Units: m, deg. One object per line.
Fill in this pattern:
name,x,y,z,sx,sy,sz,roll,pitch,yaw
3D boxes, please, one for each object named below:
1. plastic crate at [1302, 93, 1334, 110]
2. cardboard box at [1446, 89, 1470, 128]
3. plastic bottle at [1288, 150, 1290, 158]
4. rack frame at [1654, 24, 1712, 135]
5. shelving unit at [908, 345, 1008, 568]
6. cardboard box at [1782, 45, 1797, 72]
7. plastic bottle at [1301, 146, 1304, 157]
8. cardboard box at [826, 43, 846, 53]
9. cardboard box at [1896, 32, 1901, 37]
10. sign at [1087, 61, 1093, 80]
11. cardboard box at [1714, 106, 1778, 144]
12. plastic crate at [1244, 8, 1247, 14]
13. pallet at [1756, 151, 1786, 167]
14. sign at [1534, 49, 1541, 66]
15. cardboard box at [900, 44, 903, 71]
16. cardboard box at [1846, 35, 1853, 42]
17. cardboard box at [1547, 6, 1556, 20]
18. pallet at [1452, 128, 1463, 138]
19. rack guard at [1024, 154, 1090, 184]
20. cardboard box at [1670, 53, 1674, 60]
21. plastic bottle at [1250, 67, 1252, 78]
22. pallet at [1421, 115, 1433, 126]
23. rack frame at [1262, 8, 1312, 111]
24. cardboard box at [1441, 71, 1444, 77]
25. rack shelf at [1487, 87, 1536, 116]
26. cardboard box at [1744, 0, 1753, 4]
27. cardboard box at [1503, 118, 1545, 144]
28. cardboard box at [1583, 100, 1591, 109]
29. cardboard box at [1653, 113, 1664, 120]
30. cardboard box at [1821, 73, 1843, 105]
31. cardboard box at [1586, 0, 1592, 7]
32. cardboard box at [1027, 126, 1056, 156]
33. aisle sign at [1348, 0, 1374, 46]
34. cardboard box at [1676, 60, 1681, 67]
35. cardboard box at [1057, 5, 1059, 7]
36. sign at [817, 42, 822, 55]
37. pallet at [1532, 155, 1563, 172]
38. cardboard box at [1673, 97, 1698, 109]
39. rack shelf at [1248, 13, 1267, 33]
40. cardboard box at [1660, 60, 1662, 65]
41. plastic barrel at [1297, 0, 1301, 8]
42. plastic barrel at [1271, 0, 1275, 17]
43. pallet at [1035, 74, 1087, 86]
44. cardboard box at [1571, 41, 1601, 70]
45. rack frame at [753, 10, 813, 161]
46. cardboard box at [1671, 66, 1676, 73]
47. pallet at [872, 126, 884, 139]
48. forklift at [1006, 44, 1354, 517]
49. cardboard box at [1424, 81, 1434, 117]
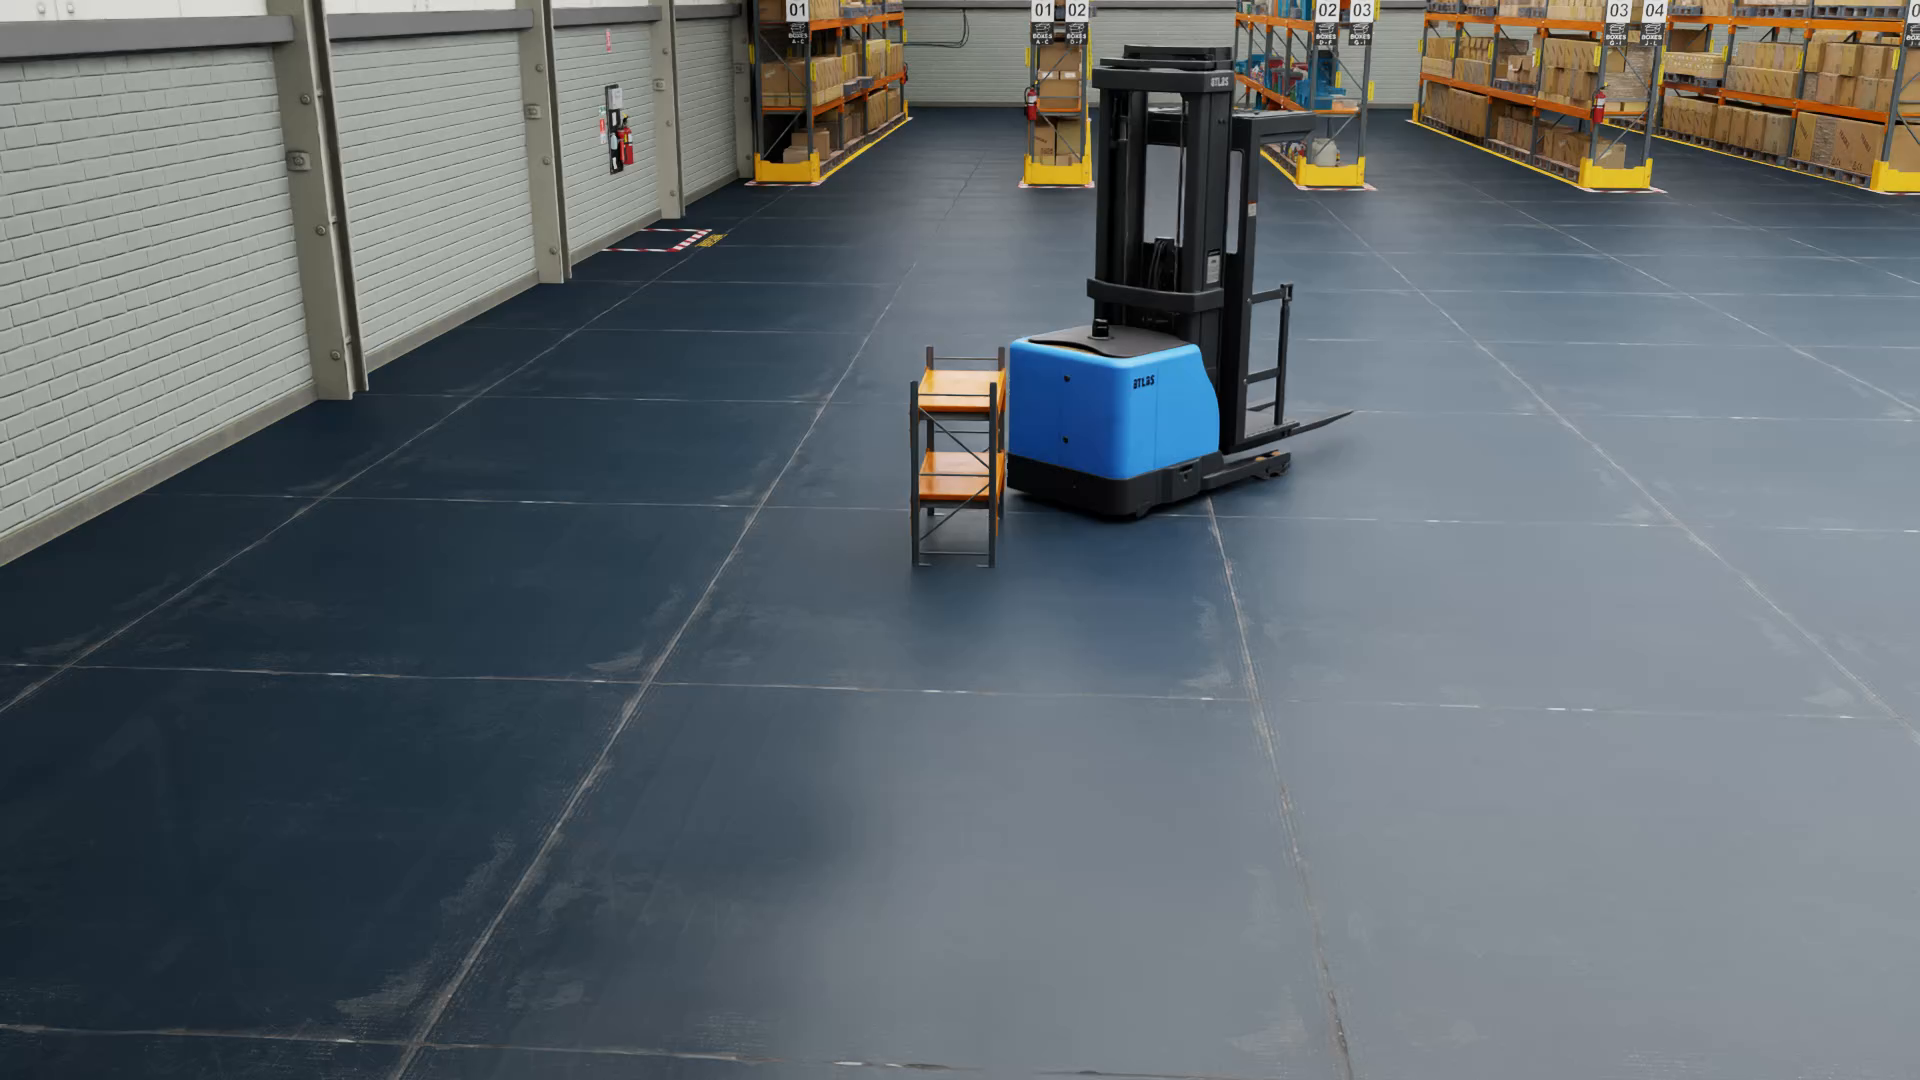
plastic crate,6.434,-7.897,29.945,0.499,0.251,0.616,1,18,4
cardboard box,12.471,-10.413,40.121,1.225,0.875,0.875,1,18,4
plastic bottle,6.454,-7.540,32.403,0.097,0.201,0.097,0,18,0
rack frame,17.437,-11.280,40.030,1.000,3.000,0.127,1,18,4
shelving unit,0.000,-0.537,10.254,0.538,1.125,1.048,1,18,4
cardboard box,16.928,-9.632,33.235,0.700,0.500,0.500,1,18,3
plastic bottle,6.543,-7.379,31.782,0.061,0.283,0.133,1,18,4
cardboard box,-2.838,-11.213,37.950,0.500,0.250,0.500,2,18,5
cardboard box,22.663,-12.124,39.798,0.380,0.149,0.250,1,18,3
sign,2.309,-8.352,29.577,0.100,0.325,0.005,1,18,4
cardboard box,17.017,-8.981,35.953,1.050,0.750,0.750,1,18,3
plastic crate,7.268,-13.236,41.607,0.293,0.136,0.466,1,18,4
pallet,16.844,-7.711,33.618,1.003,0.211,1.213,1,18,4
sign,11.370,-9.499,32.735,0.100,0.325,0.005,1,18,4
cardboard box,-2.065,-12.980,44.737,0.980,0.700,0.700,2,18,6
cardboard box,22.212,-12.192,41.047,0.500,0.500,0.500,2,18,5
cardboard box,11.636,-10.157,32.028,0.500,0.250,0.500,1,18,2
pallet,12.517,-9.855,40.161,1.003,0.211,1.213,1,18,4
rack guard,1.755,-6.722,30.135,1.175,0.500,0.348,1,18,4
cardboard box,16.915,-11.364,39.062,0.380,0.149,0.250,1,18,4
plastic bottle,7.105,-11.373,40.501,0.061,0.283,0.133,1,18,4
pallet,12.804,-11.089,43.926,1.003,0.211,1.213,1,18,4
rack frame,7.270,-10.290,37.010,1.000,3.000,0.127,1,18,4
cardboard box,12.247,-11.644,41.545,0.380,0.149,0.250,2,18,5
rack shelf,12.067,-9.217,34.889,1.077,0.370,4.000,1,18,4
cardboard box,16.879,-11.448,35.033,0.500,0.311,0.500,1,18,4
cardboard box,12.155,-8.820,35.830,0.700,0.500,0.500,0,18,-1
cardboard box,11.436,-7.825,29.890,0.380,0.149,0.250,1,18,4
cardboard box,17.142,-10.371,40.682,0.380,0.149,0.250,2,18,5
cardboard box,16.676,-8.415,31.047,0.875,0.550,0.550,1,18,4
cardboard box,11.386,-9.576,29.613,0.380,0.149,0.250,1,18,4
cardboard box,1.498,-7.340,30.543,0.500,0.500,0.500,1,18,4
aisle sign,6.984,-9.012,28.934,0.394,0.787,0.004,1,18,4
cardboard box,16.880,-11.064,38.623,0.380,0.149,0.250,2,18,6
cardboard box,2.097,-10.904,33.634,0.500,0.250,0.500,3,18,10
sign,-3.165,-11.073,37.539,0.100,0.325,0.005,1,18,4
pallet,11.911,-7.403,32.676,1.003,0.211,1.213,1,18,4
cardboard box,17.085,-10.259,39.050,0.500,0.250,0.500,2,18,5
rack shelf,7.413,-11.995,38.550,1.077,0.370,4.000,1,18,4
cardboard box,17.190,-11.625,40.446,0.500,0.500,0.500,1,18,4
plastic barrel,6.757,-10.597,32.274,0.421,0.512,0.421,0,18,0
plastic barrel,6.995,-11.704,35.701,0.600,0.901,0.600,0,18,0
pallet,2.308,-10.523,38.028,1.213,0.211,1.003,1,18,4
cardboard box,11.498,-8.846,30.358,0.500,0.500,0.500,1,18,4
rack frame,-3.185,-8.027,30.102,1.000,3.000,0.127,1,18,4
cardboard box,16.895,-11.006,38.924,0.380,0.149,0.250,1,18,4
pallet,-2.390,-9.807,40.014,1.003,0.211,1.213,1,18,4
forklift,1.713,-1.915,11.560,3.031,2.935,1.130,-17,25,-42
cardboard box,12.818,-11.654,43.908,0.875,0.875,0.875,1,18,4
